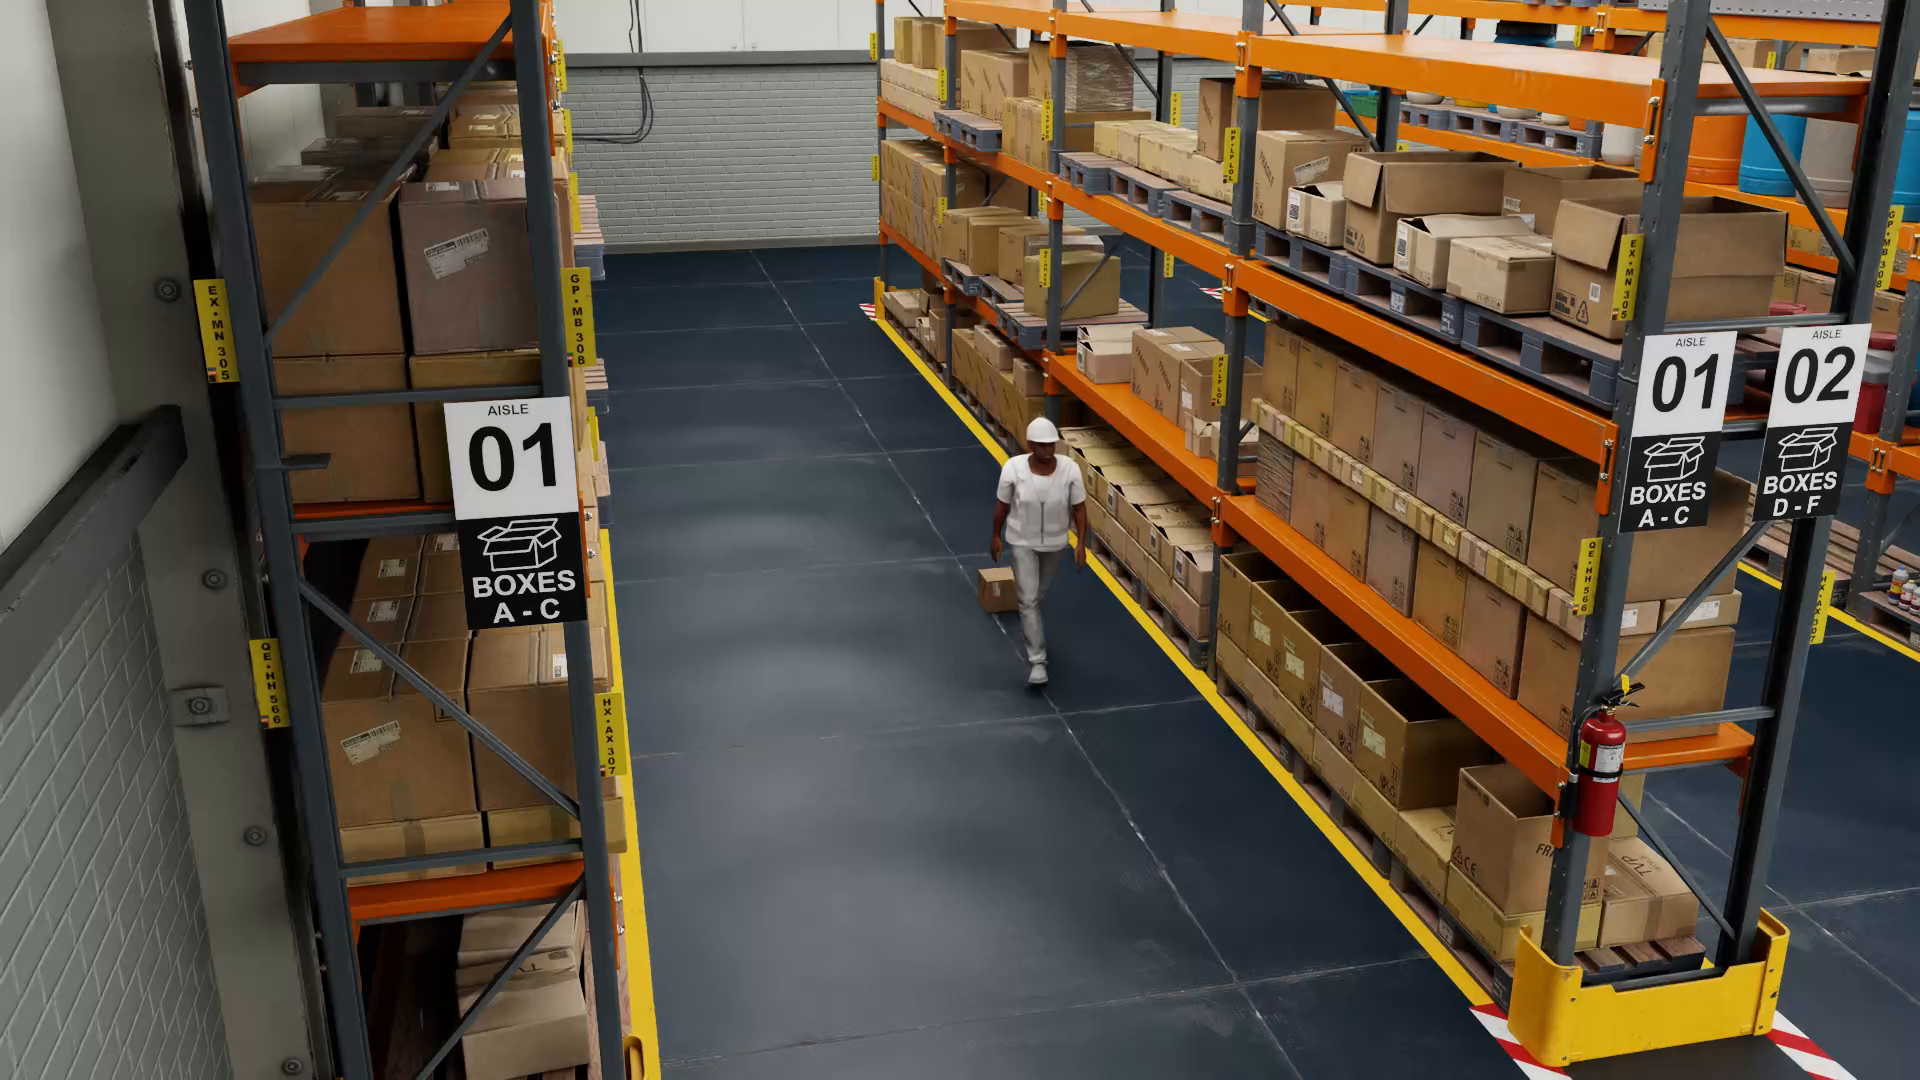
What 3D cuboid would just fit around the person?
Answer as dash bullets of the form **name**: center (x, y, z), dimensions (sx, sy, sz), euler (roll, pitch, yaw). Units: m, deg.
- **person**: center (0.546, 0.036, 10.969), dimensions (0.600, 1.717, 1.073), euler (-4, 20, -11)
